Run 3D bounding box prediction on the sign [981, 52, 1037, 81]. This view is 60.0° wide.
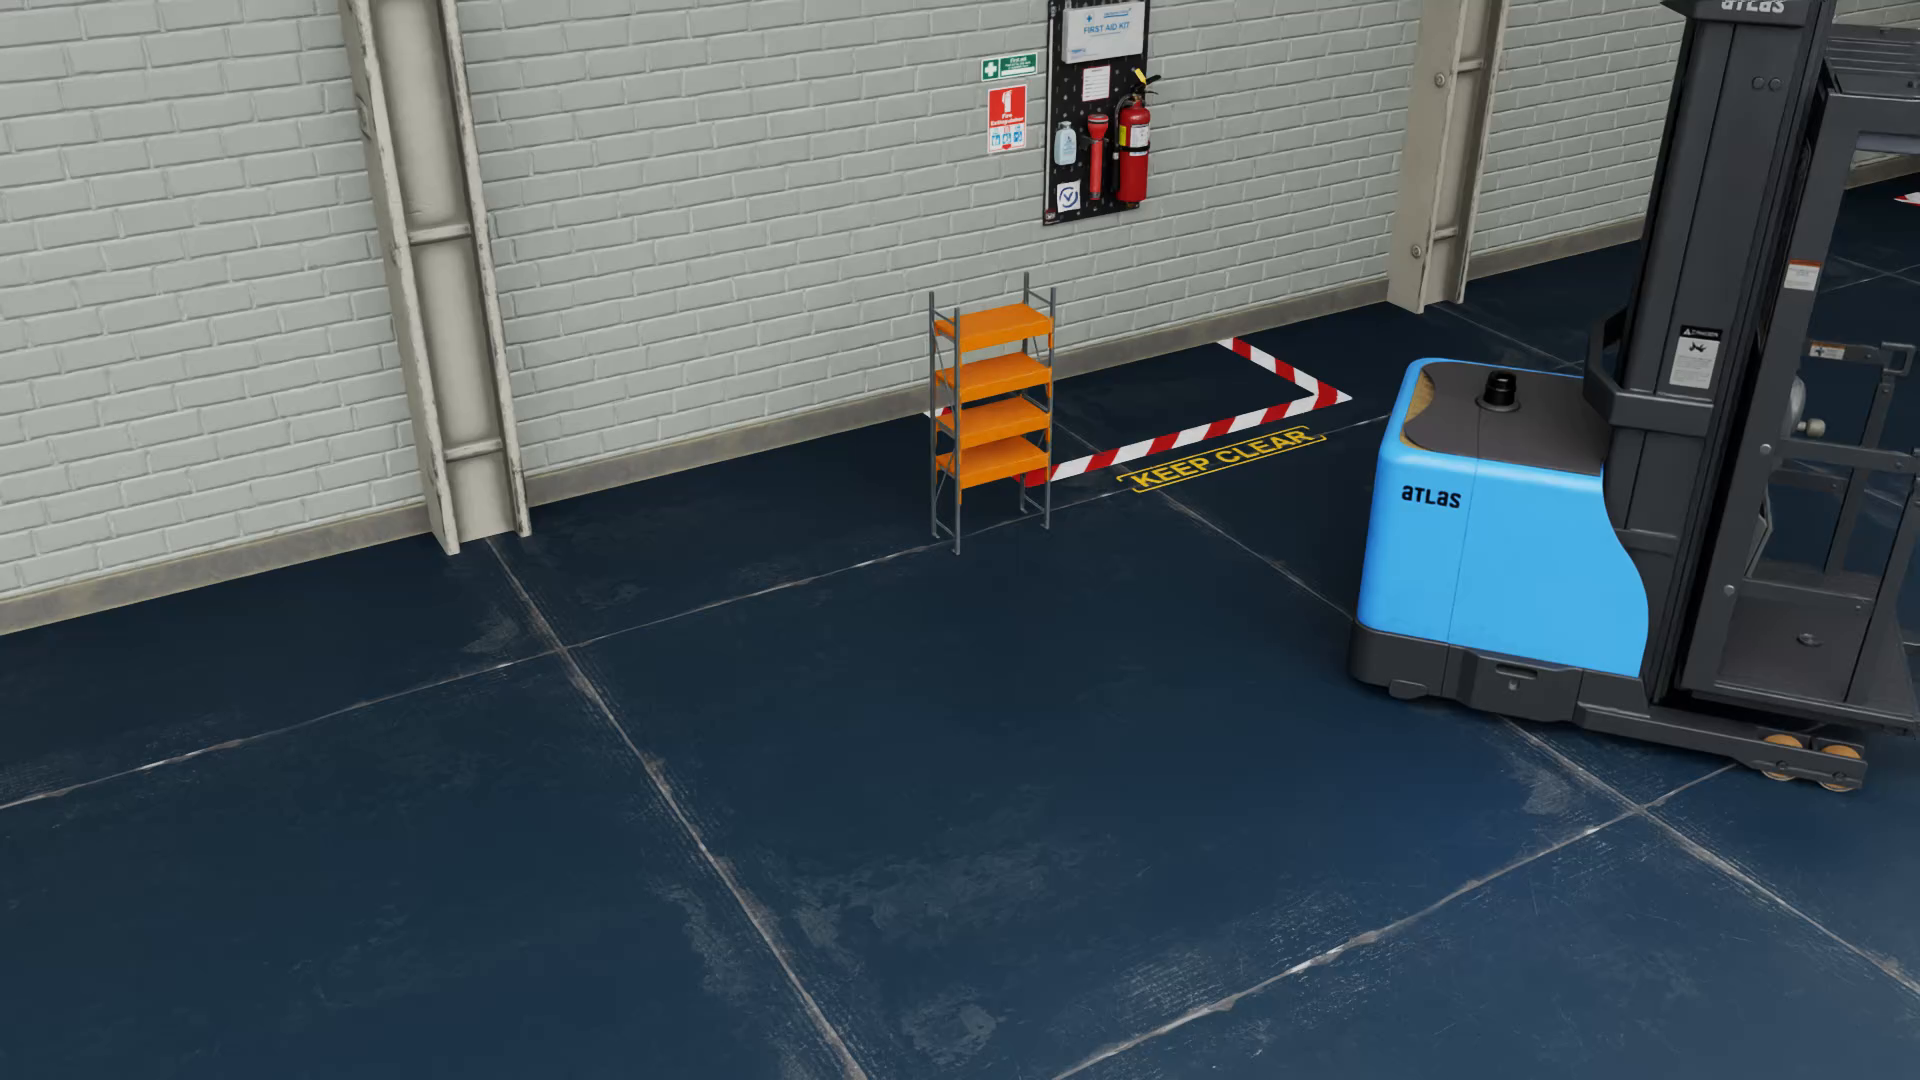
[{"bbox_3d":[0.250,-2.387,8.385,0.331,0.109,0.001,-16,33,-26],"label":"sign"}]

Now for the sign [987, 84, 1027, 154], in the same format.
[{"bbox_3d":[0.241,-2.157,8.518,0.234,0.329,0.001,-16,33,-26],"label":"sign"}]

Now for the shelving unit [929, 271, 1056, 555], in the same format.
[{"bbox_3d":[0.143,-0.566,7.534,0.503,1.200,0.258,-16,33,-26],"label":"shelving unit"}]

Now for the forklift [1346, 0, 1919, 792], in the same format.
[{"bbox_3d":[3.122,-0.654,5.902,3.031,2.935,1.130,10,30,18],"label":"forklift"}]

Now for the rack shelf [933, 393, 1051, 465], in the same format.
[{"bbox_3d":[0.143,-0.507,7.566,0.480,0.148,0.258,-16,33,-26],"label":"rack shelf"}]

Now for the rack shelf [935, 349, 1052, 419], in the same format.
[{"bbox_3d":[0.143,-0.703,7.458,0.480,0.148,0.258,-16,33,-26],"label":"rack shelf"}]

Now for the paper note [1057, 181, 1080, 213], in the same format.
[{"bbox_3d":[0.583,-1.834,8.880,0.142,0.148,0.016,-16,33,-26],"label":"paper note"}]

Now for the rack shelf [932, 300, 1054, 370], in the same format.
[{"bbox_3d":[0.143,-0.910,7.344,0.480,0.148,0.258,-16,33,-26],"label":"rack shelf"}]

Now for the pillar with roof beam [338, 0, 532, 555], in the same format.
[{"bbox_3d":[-0.072,-2.188,2.400,0.400,9.000,9.100,-16,33,-26],"label":"pillar with roof beam"}]

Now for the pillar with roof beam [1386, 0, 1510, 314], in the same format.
[{"bbox_3d":[5.101,-3.656,5.062,0.400,9.000,9.100,-16,33,-26],"label":"pillar with roof beam"}]

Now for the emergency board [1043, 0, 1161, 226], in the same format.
[{"bbox_3d":[0.770,-2.234,8.694,0.643,1.169,0.194,-16,33,-26],"label":"emergency board"}]

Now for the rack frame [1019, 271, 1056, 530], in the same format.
[{"bbox_3d":[0.353,-0.626,7.642,0.015,1.200,0.240,-16,33,-26],"label":"rack frame"}]

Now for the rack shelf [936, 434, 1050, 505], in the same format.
[{"bbox_3d":[0.143,-0.333,7.662,0.480,0.148,0.258,-16,33,-26],"label":"rack shelf"}]

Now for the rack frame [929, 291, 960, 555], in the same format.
[{"bbox_3d":[-0.068,-0.506,7.425,0.015,1.200,0.240,-16,33,-26],"label":"rack frame"}]
